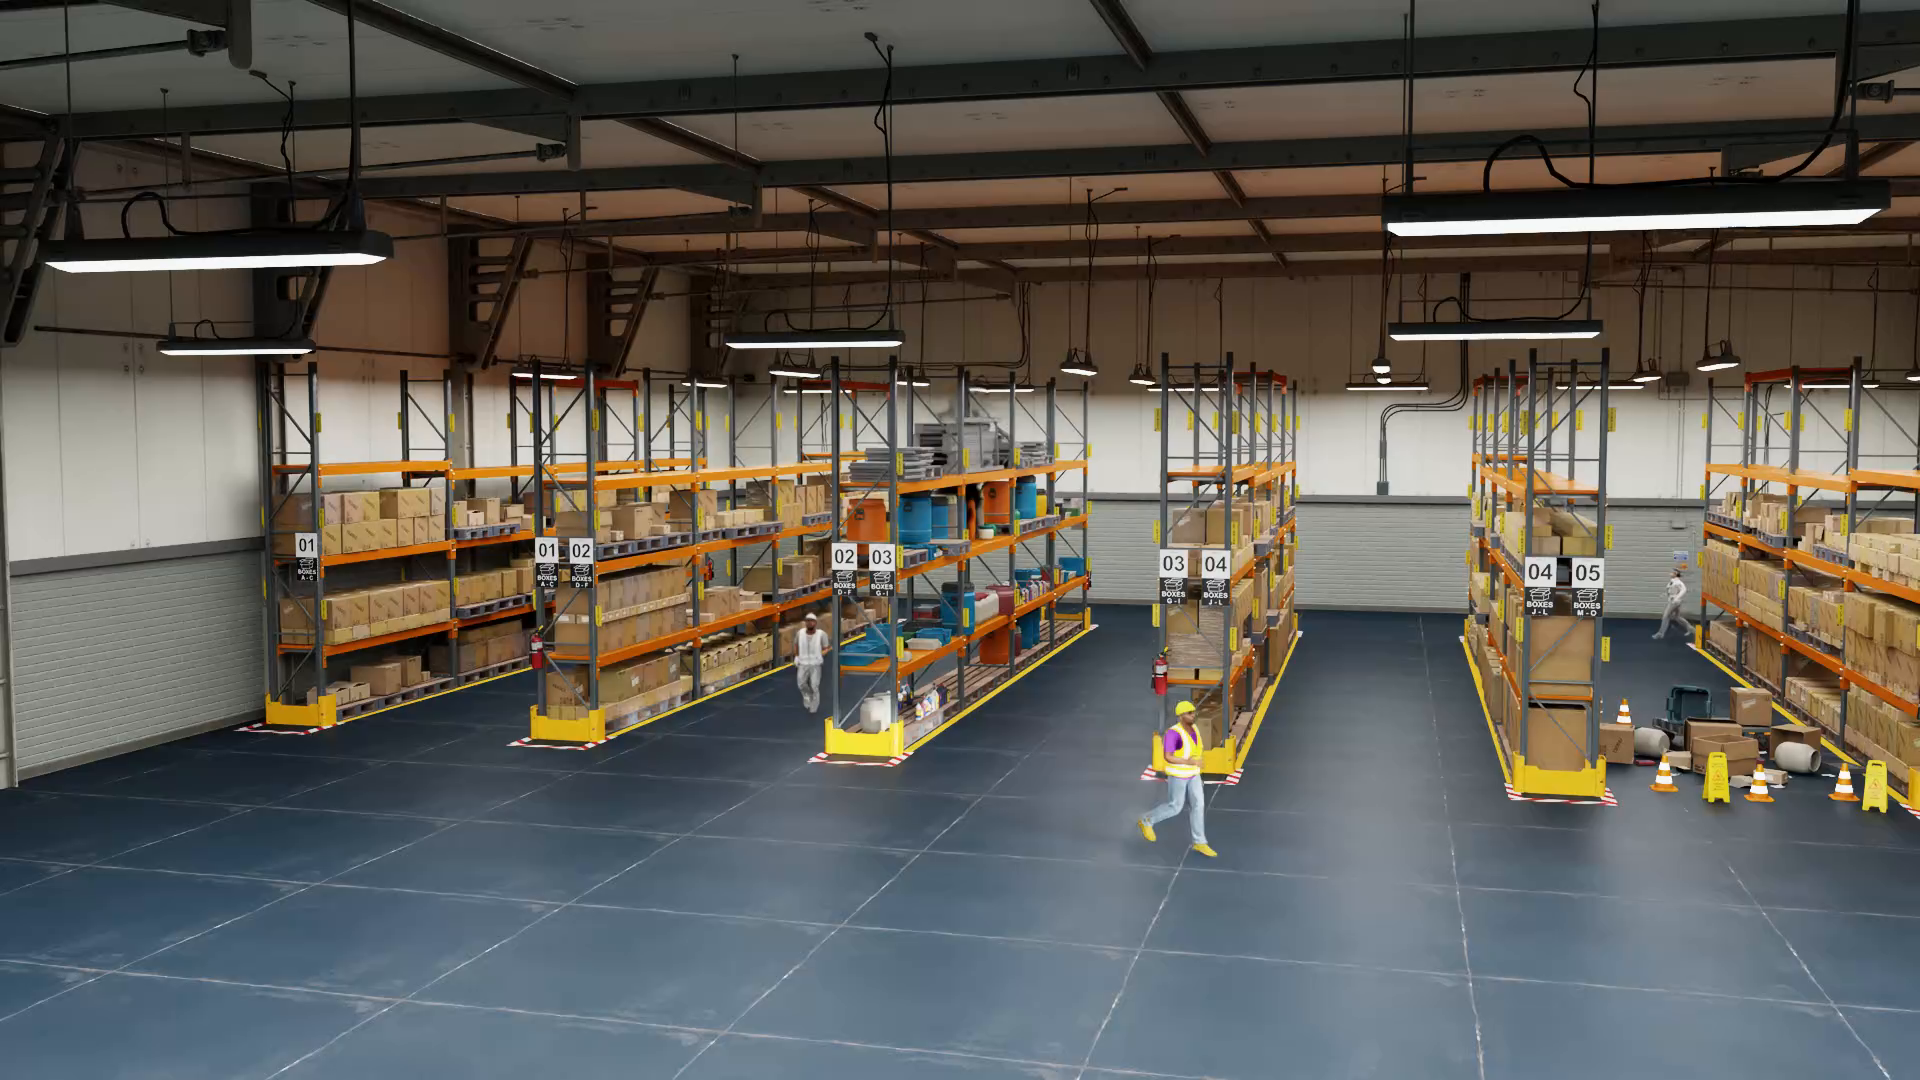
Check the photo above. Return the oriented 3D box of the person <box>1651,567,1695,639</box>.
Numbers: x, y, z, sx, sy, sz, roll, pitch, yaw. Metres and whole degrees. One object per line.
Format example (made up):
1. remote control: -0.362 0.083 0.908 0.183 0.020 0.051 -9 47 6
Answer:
1. person: 16.469 1.454 38.333 0.945 1.695 0.653 2 4 21

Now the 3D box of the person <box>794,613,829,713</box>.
1. person: -2.546 2.108 28.297 0.631 1.713 0.608 0 4 5

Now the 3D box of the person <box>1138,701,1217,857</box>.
1. person: 2.577 2.753 19.433 0.975 1.771 0.710 4 6 44
